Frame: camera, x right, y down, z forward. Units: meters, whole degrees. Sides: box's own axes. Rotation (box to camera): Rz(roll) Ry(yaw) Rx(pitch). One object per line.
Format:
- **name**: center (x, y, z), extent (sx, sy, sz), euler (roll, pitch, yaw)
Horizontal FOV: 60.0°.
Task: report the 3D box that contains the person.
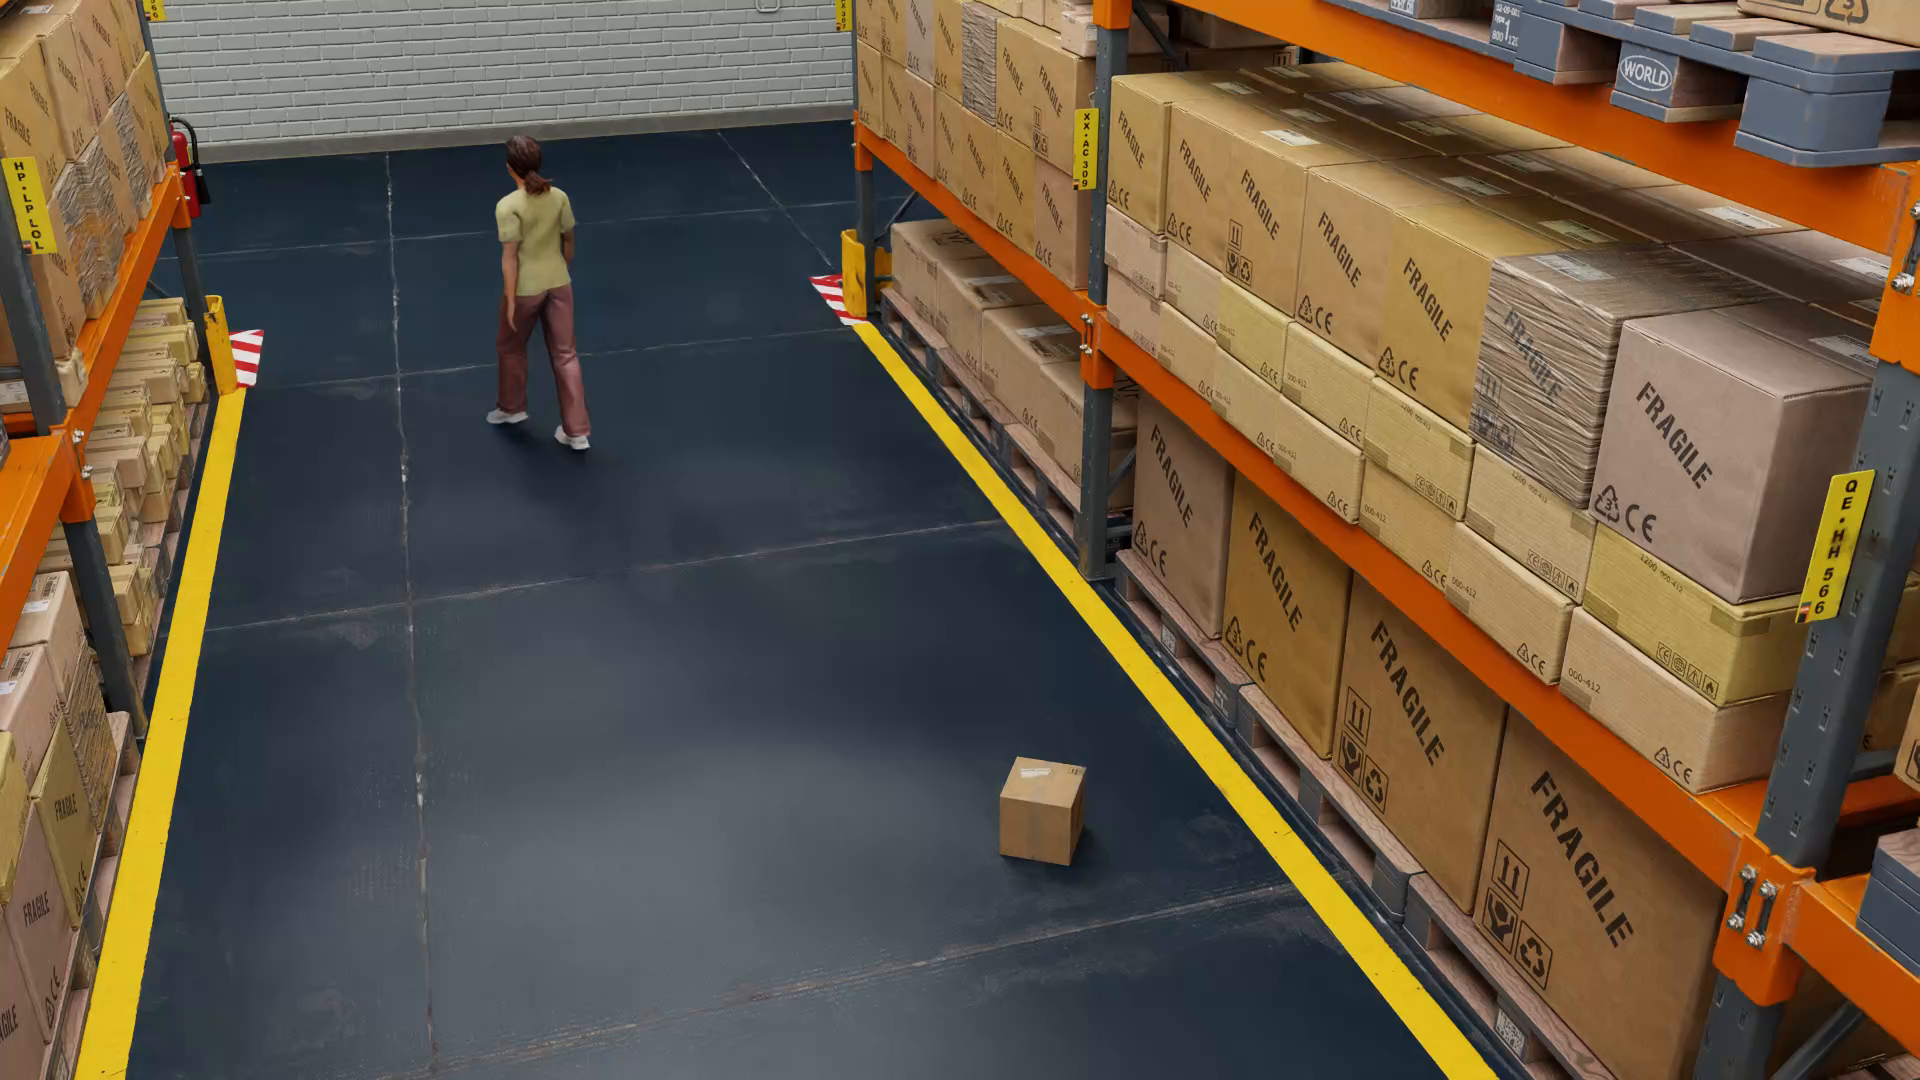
- **person**: center (-2.257, -1.325, 8.776), extent (0.478, 1.665, 0.853), euler (-20, 32, -34)
